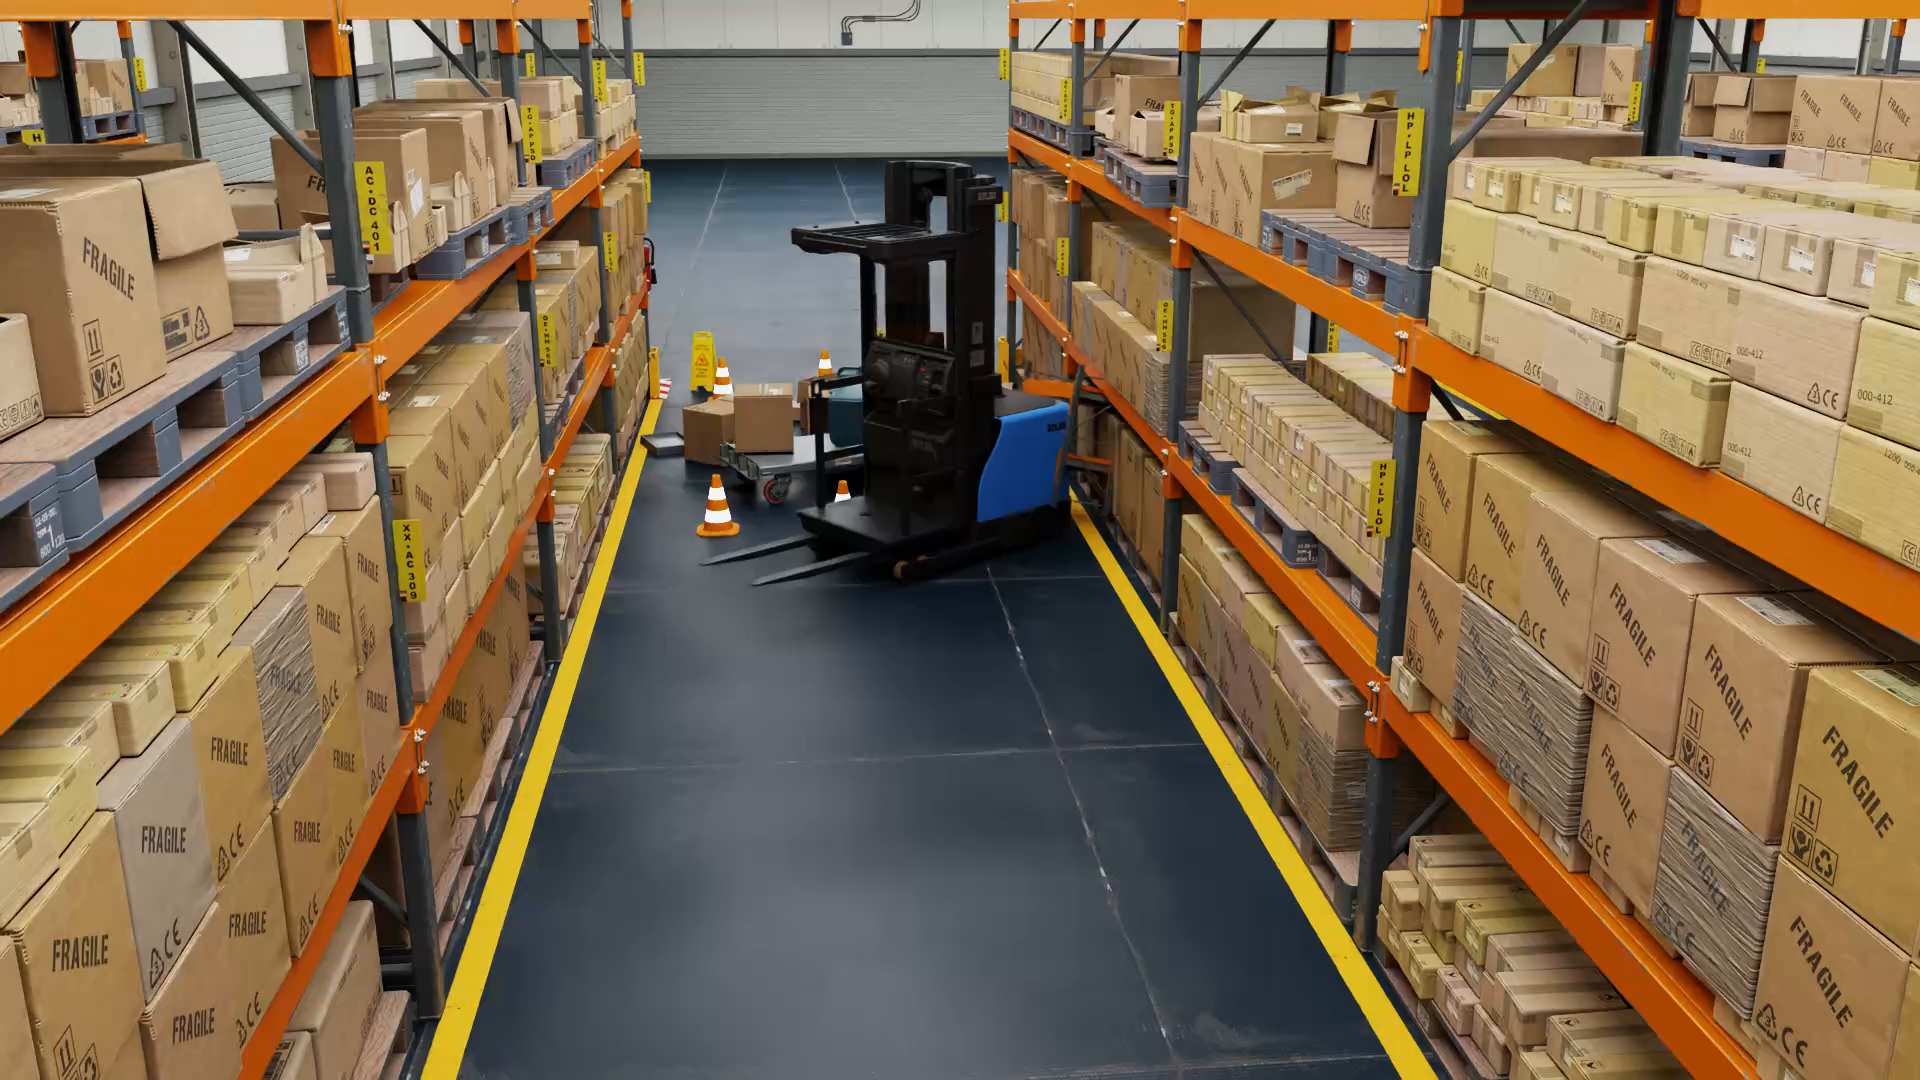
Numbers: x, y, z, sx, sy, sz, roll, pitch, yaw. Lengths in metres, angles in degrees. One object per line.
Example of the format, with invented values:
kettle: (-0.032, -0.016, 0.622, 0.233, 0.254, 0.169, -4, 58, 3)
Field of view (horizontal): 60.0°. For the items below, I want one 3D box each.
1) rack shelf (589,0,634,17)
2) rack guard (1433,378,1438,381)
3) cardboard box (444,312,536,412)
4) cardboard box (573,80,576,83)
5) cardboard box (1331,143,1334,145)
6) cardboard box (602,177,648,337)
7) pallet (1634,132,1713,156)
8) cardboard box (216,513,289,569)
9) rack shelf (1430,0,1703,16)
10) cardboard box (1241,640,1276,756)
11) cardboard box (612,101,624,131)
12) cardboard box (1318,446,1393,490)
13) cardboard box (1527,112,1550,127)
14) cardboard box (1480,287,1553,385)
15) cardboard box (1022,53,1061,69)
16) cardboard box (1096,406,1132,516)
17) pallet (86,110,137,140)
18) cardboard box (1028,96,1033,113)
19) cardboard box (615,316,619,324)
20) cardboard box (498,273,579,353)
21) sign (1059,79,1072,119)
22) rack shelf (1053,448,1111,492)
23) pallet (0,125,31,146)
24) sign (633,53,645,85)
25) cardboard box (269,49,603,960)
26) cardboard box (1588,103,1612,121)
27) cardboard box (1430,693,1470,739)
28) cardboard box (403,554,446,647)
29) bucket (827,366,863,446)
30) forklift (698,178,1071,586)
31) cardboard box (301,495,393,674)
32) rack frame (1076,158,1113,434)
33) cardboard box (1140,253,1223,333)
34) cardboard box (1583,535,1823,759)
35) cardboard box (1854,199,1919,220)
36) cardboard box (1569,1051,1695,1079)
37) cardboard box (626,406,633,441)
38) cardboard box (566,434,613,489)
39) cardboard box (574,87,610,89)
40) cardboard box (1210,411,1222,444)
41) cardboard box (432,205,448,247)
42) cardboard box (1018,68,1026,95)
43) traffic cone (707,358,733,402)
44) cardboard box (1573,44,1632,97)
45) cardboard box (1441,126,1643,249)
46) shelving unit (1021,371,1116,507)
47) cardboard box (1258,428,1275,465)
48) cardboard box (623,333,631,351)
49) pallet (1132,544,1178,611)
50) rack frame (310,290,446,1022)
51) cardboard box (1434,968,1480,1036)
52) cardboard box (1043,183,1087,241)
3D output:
rack shelf: (-3.678, -4.948, 15.120, 1.077, 0.370, 4.000, -2, 18, -6)
rack guard: (5.980, -2.117, 19.086, 1.175, 0.500, 0.348, -2, 18, -6)
cardboard box: (-2.746, -1.022, 9.587, 0.500, 0.500, 0.500, -2, 18, -7)
cardboard box: (-4.009, -4.531, 16.683, 0.380, 0.149, 0.250, -2, 18, -6)
cardboard box: (2.277, -1.845, 8.870, 0.500, 0.500, 0.500, -2, 18, -6)
cardboard box: (-3.413, -2.770, 16.310, 0.700, 1.489, 0.542, -2, 18, -6)
pallet: (6.343, -3.295, 13.970, 1.213, 0.211, 1.003, -2, 18, -6)
cardboard box: (-2.319, 0.028, 5.161, 0.380, 0.149, 0.250, -2, 18, -6)
rack shelf: (2.472, -1.556, 4.315, 1.077, 0.370, 4.000, -2, 18, -6)
cardboard box: (1.838, 0.840, 8.967, 0.500, 0.500, 0.500, -2, 18, -7)
cardboard box: (-3.401, -3.929, 15.430, 0.500, 0.250, 0.500, -2, 18, -5)
cardboard box: (1.950, -0.347, 8.000, 0.380, 0.149, 0.250, -2, 18, -6)
cardboard box: (5.930, -4.084, 16.422, 0.500, 0.250, 0.500, -1, 17, -4)
cardboard box: (2.112, -0.699, 5.637, 0.500, 0.250, 0.500, -2, 18, -6)
cardboard box: (0.823, -4.814, 16.714, 0.380, 0.149, 0.250, -2, 17, -5)
cardboard box: (1.690, -0.675, 13.374, 1.050, 0.750, 0.750, -2, 18, -6)
pallet: (-8.774, -4.049, 16.207, 1.003, 0.211, 1.213, -2, 18, -6)
cardboard box: (0.875, -4.281, 16.348, 0.380, 0.149, 0.250, -2, 18, -6)
cardboard box: (-3.312, -2.045, 15.103, 0.380, 0.149, 0.250, -1, 17, -4)
cardboard box: (-3.042, -1.636, 12.017, 0.500, 0.500, 0.500, -2, 18, -8)
sign: (0.889, -3.716, 14.001, 0.100, 0.325, 0.005, -2, 18, -6)
rack shelf: (0.814, -0.595, 13.492, 0.538, 0.278, 1.000, 10, 3, -22)
pallet: (-8.523, -3.322, 13.892, 1.003, 0.211, 1.213, -2, 18, -6)
sign: (-3.331, -4.891, 17.262, 0.100, 0.325, 0.005, -2, 18, -6)
cardboard box: (-7.590, -5.755, 26.334, 5.897, 3.100, 46.120, -2, 18, -6)
cardboard box: (6.015, -3.933, 15.273, 0.380, 0.149, 0.250, -3, 18, -8)
cardboard box: (2.070, 0.655, 6.502, 0.380, 0.149, 0.250, -1, 17, -4)
cardboard box: (-2.412, 0.242, 6.814, 0.500, 0.250, 0.500, -2, 18, -7)
bucket: (-0.866, -1.150, 14.761, 0.726, 0.611, 0.620, 4, 28, 13)
forklift: (-0.537, -1.211, 12.287, 3.031, 2.843, 1.129, -15, 23, -40)
cardboard box: (-2.324, 0.156, 5.835, 0.500, 0.500, 0.500, -2, 18, -6)
rack frame: (1.444, -2.018, 14.596, 0.949, 2.616, 0.053, -2, 18, -6)
cardboard box: (1.709, -1.788, 12.028, 0.700, 0.500, 0.500, -2, 18, -6)
cardboard box: (2.212, 0.299, 4.883, 0.500, 0.500, 0.500, -2, 18, -8)
cardboard box: (2.776, -0.878, 4.709, 0.380, 0.149, 0.250, -2, 18, -7)
cardboard box: (2.231, 1.817, 5.446, 0.380, 0.149, 0.250, -2, 18, -5)
cardboard box: (-3.331, -1.066, 15.454, 0.500, 0.250, 0.500, -1, 17, -3)
cardboard box: (-3.416, -0.625, 13.846, 0.950, 0.372, 0.625, -2, 17, -5)
cardboard box: (-3.369, -4.016, 15.043, 0.380, 0.149, 0.250, -2, 18, -6)
cardboard box: (1.727, -0.687, 10.075, 0.380, 0.149, 0.250, -1, 17, -3)
cardboard box: (-2.429, -1.359, 7.179, 0.380, 0.166, 0.250, -3, 18, -9)
cardboard box: (0.877, -4.656, 16.878, 0.500, 0.250, 0.500, -2, 18, -6)
traffic cone: (-2.557, -1.728, 17.908, 0.336, 0.463, 0.334, -2, 18, -6)
cardboard box: (6.384, -4.738, 16.754, 0.500, 0.500, 0.500, -2, 18, -6)
cardboard box: (2.336, -1.430, 6.847, 0.700, 0.500, 0.500, -2, 18, -6)
shelving unit: (0.862, -0.834, 13.478, 0.538, 0.981, 1.030, 10, 3, -22)
cardboard box: (1.838, -0.514, 9.029, 0.380, 0.149, 0.250, -2, 18, -6)
cardboard box: (-3.303, -1.847, 15.606, 0.380, 0.149, 0.250, -1, 17, -2)
pallet: (1.847, 0.267, 11.973, 1.003, 0.211, 1.213, -2, 18, -6)
rack frame: (-2.647, 0.549, 6.421, 1.000, 3.000, 0.127, -2, 18, -6)
cardboard box: (2.089, 1.796, 6.507, 0.380, 0.149, 0.250, -2, 18, -6)
cardboard box: (1.283, -3.198, 16.304, 0.875, 0.550, 0.500, -2, 18, -6)
